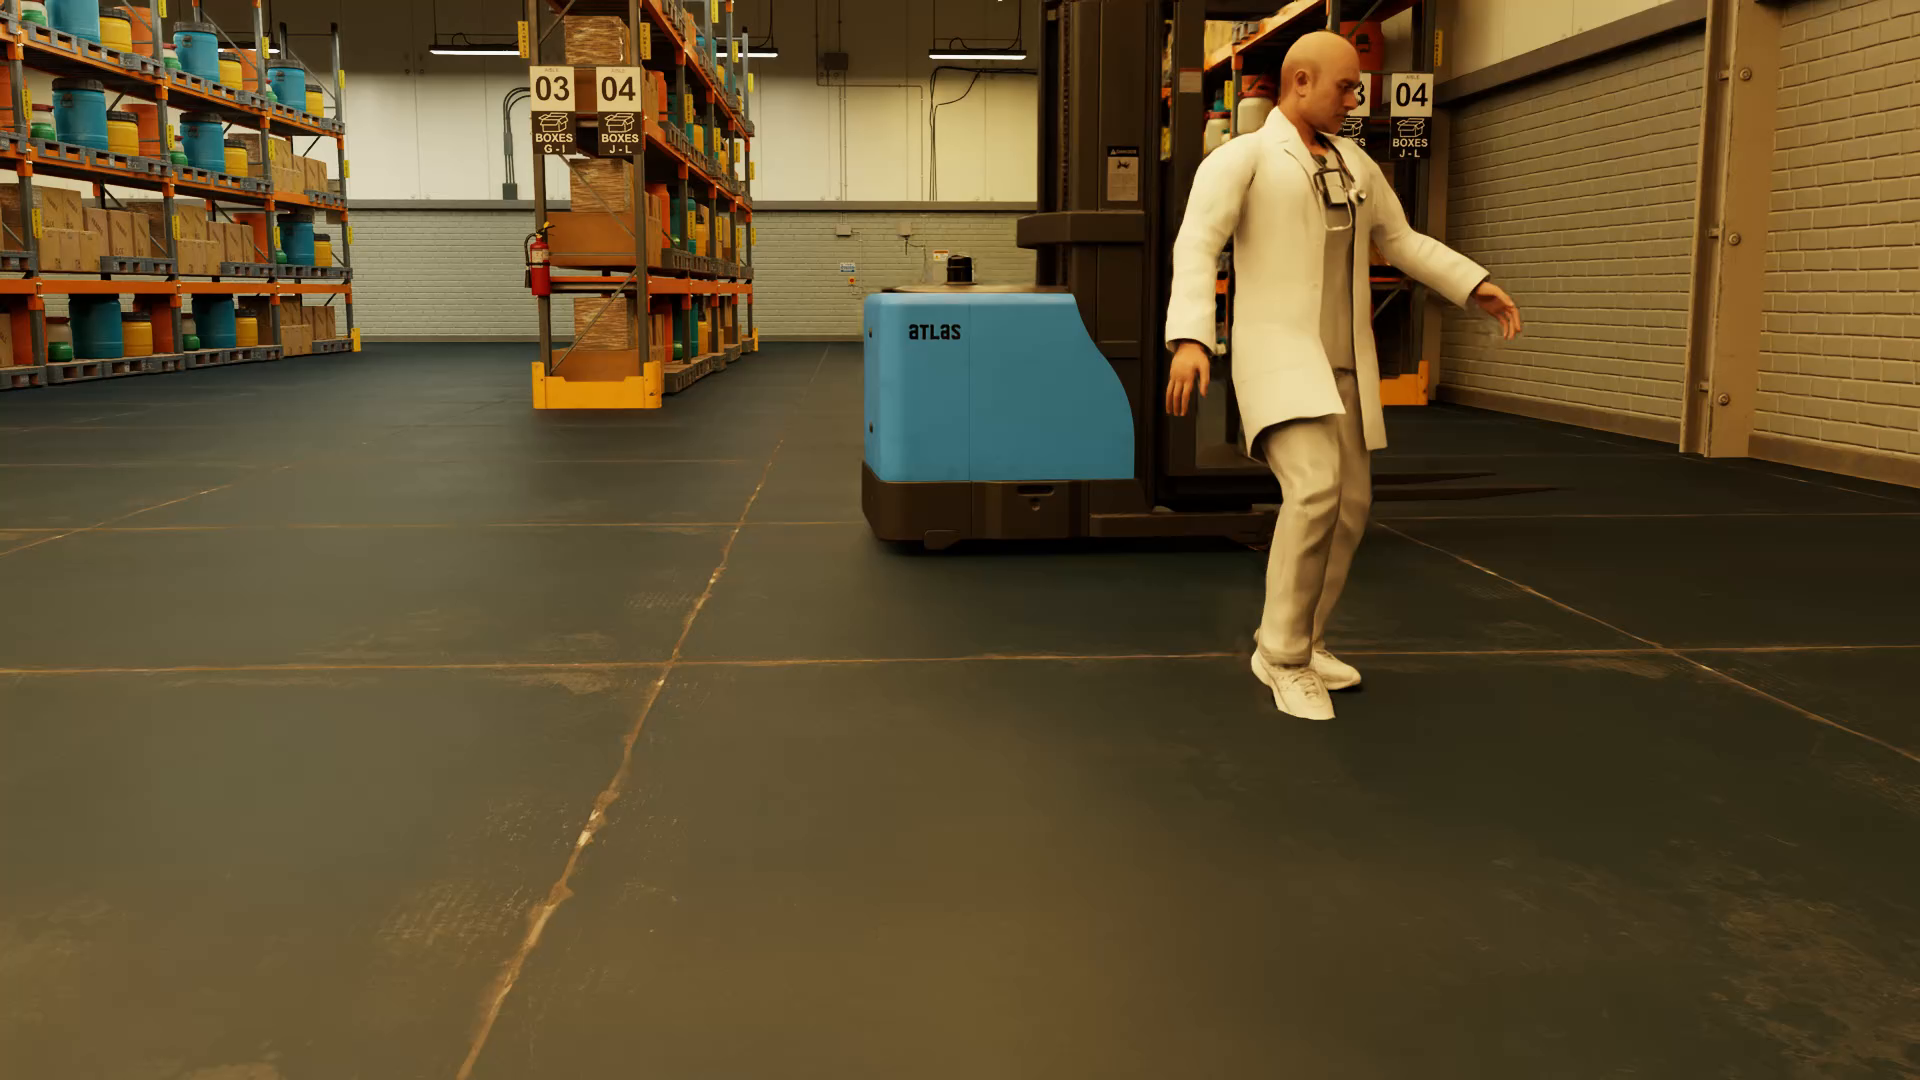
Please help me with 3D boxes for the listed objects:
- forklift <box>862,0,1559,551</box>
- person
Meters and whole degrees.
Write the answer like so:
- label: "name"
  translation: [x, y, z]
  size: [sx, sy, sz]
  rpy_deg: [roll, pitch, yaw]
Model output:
- label: "forklift"
  translation: [1.105, -1.479, 7.290]
  size: [3.031, 2.935, 1.130]
  rpy_deg: [-1, 9, -8]
- label: "person"
  translation: [0.963, -0.429, 4.424]
  size: [0.994, 1.809, 0.568]
  rpy_deg: [-5, 10, -28]
